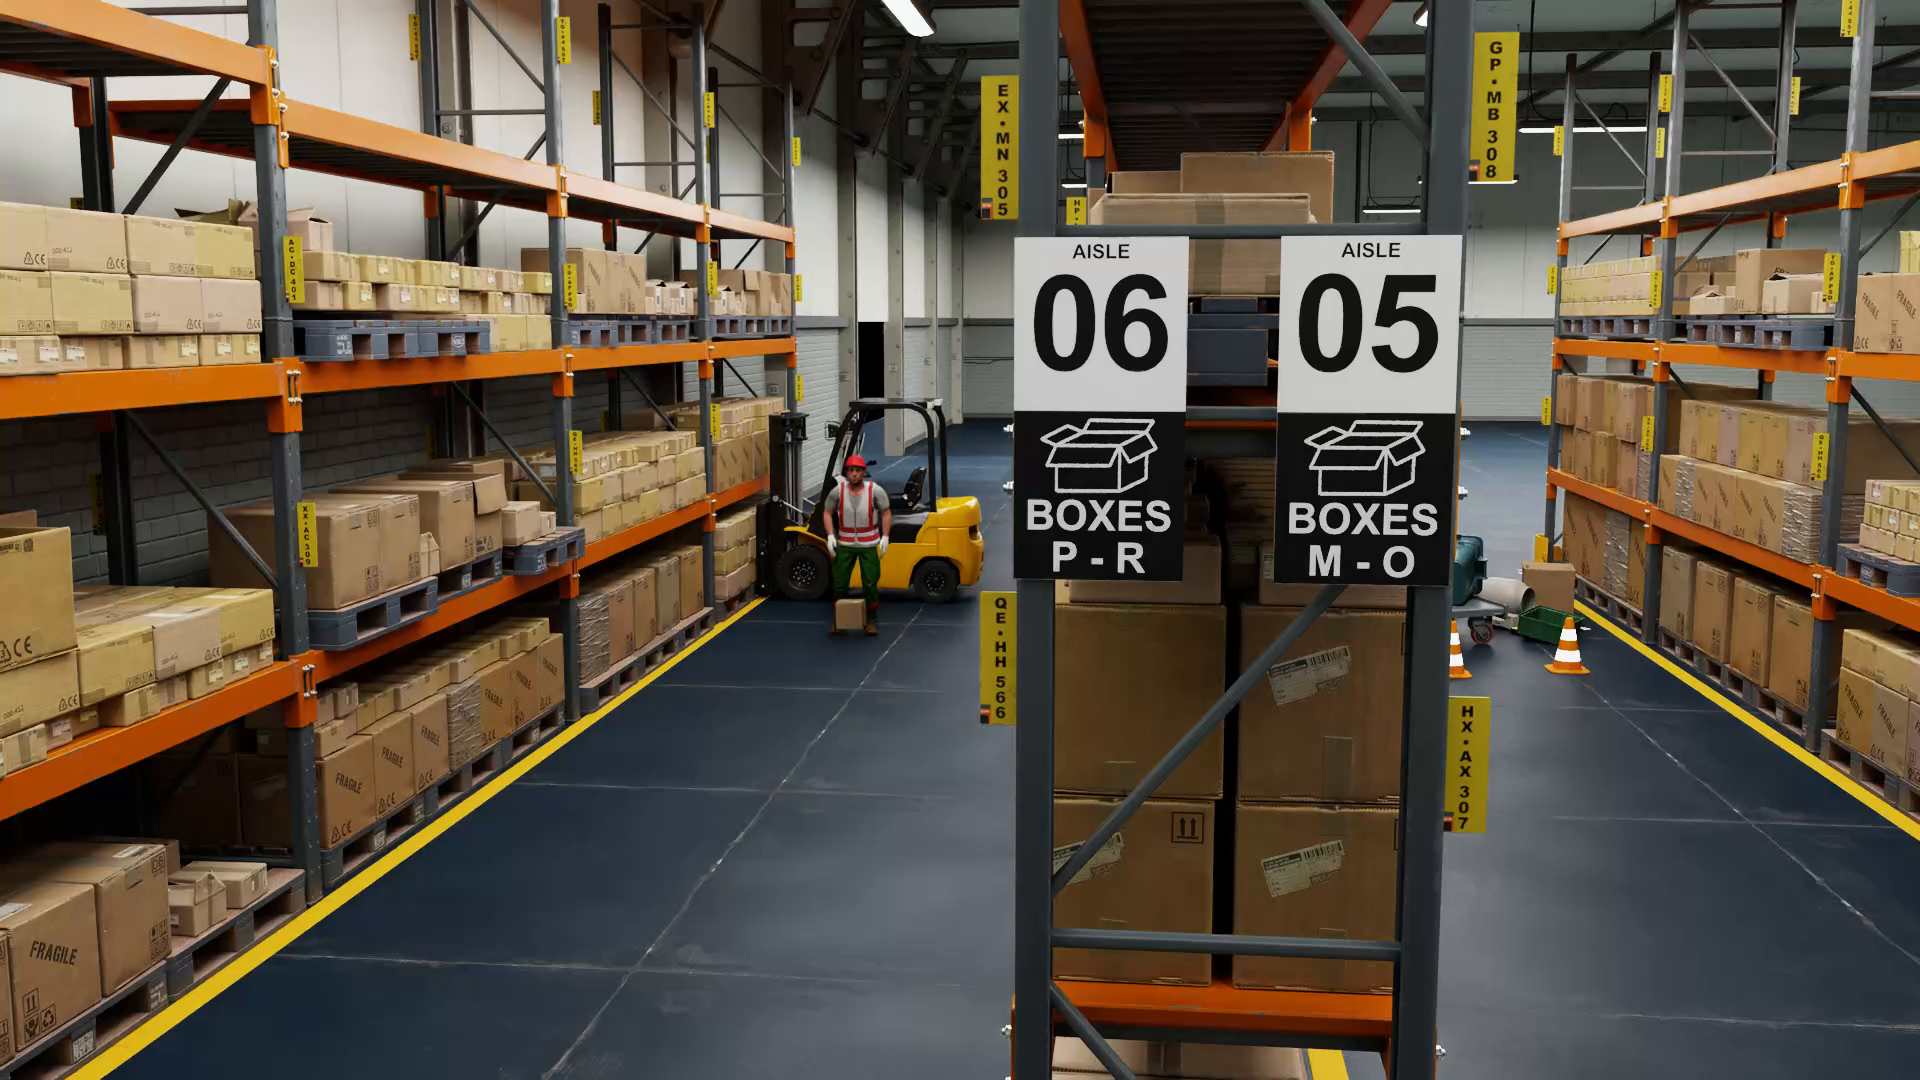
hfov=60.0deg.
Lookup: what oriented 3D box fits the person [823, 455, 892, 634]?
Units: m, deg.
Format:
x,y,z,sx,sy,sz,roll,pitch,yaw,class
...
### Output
x,y,z,sx,sy,sz,roll,pitch,yaw,class
-0.994,0.051,15.923,0.650,1.757,0.507,1,8,5,person
